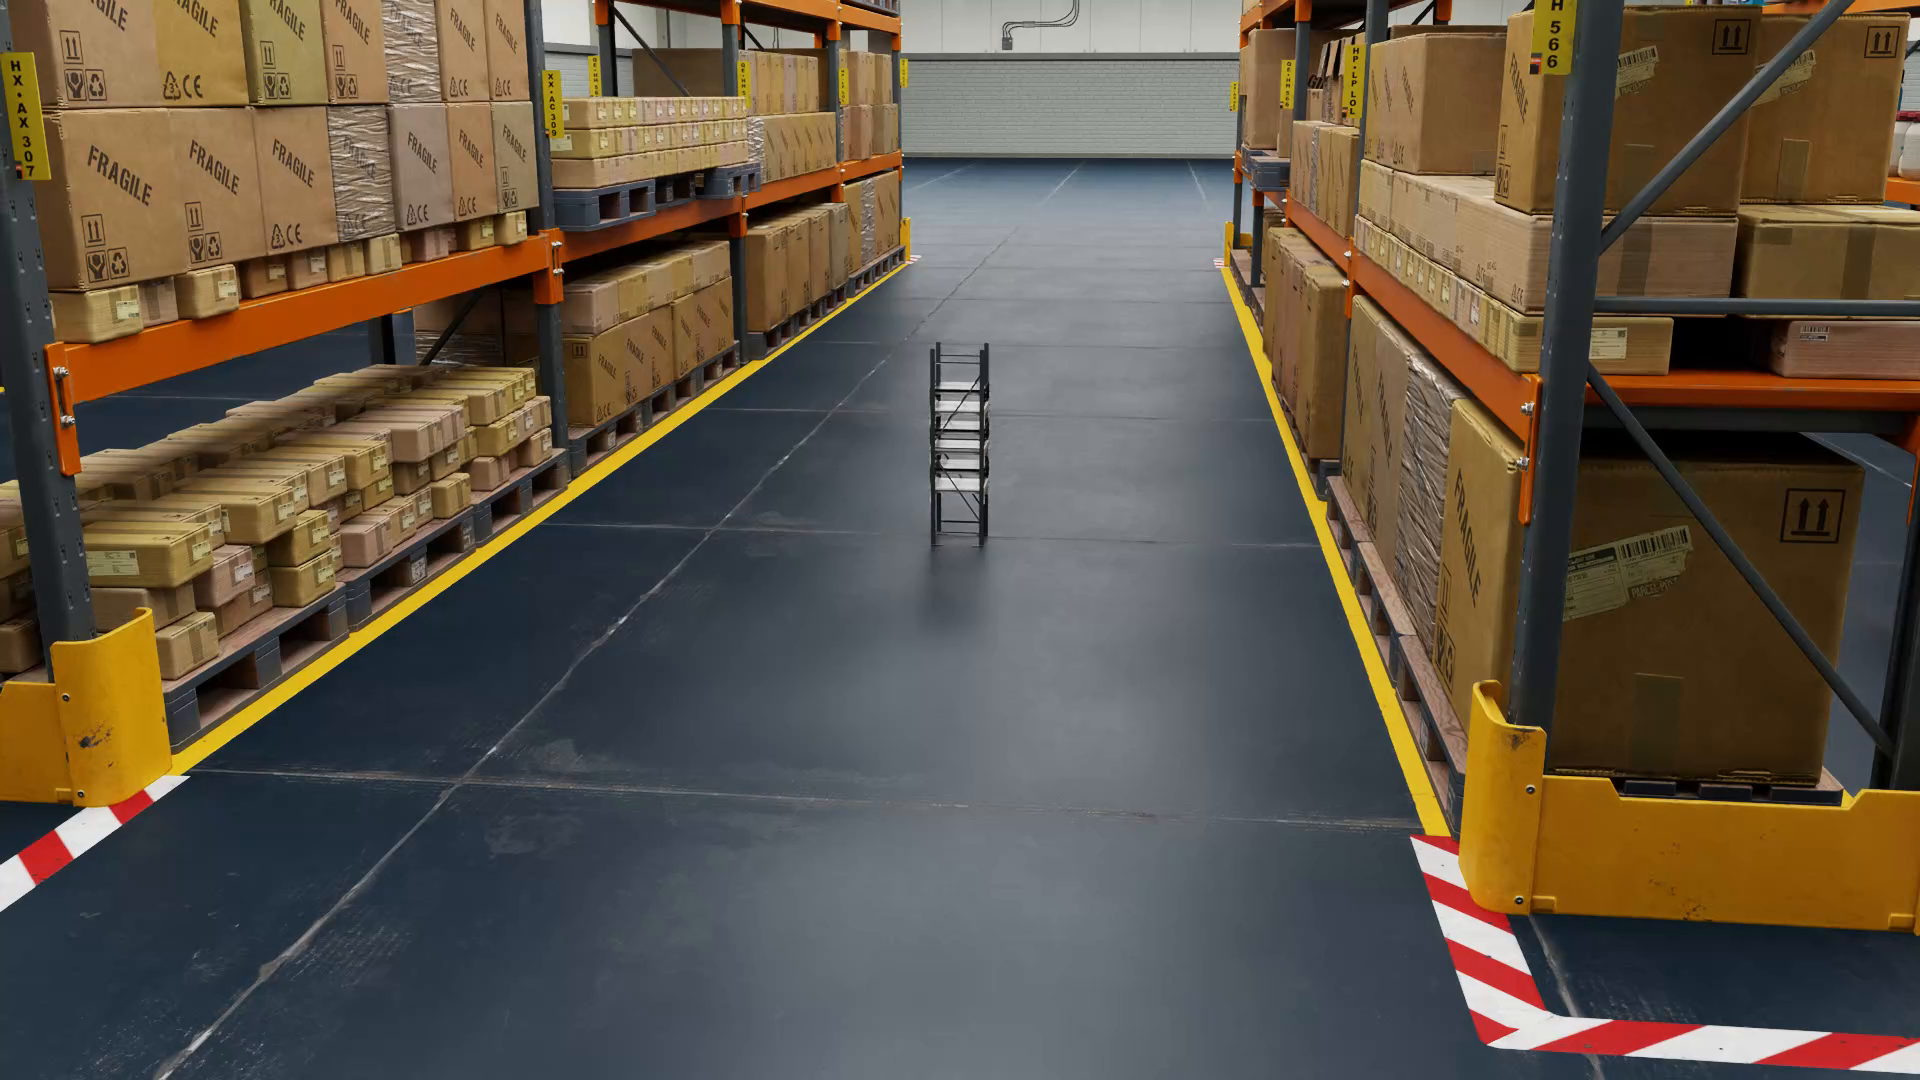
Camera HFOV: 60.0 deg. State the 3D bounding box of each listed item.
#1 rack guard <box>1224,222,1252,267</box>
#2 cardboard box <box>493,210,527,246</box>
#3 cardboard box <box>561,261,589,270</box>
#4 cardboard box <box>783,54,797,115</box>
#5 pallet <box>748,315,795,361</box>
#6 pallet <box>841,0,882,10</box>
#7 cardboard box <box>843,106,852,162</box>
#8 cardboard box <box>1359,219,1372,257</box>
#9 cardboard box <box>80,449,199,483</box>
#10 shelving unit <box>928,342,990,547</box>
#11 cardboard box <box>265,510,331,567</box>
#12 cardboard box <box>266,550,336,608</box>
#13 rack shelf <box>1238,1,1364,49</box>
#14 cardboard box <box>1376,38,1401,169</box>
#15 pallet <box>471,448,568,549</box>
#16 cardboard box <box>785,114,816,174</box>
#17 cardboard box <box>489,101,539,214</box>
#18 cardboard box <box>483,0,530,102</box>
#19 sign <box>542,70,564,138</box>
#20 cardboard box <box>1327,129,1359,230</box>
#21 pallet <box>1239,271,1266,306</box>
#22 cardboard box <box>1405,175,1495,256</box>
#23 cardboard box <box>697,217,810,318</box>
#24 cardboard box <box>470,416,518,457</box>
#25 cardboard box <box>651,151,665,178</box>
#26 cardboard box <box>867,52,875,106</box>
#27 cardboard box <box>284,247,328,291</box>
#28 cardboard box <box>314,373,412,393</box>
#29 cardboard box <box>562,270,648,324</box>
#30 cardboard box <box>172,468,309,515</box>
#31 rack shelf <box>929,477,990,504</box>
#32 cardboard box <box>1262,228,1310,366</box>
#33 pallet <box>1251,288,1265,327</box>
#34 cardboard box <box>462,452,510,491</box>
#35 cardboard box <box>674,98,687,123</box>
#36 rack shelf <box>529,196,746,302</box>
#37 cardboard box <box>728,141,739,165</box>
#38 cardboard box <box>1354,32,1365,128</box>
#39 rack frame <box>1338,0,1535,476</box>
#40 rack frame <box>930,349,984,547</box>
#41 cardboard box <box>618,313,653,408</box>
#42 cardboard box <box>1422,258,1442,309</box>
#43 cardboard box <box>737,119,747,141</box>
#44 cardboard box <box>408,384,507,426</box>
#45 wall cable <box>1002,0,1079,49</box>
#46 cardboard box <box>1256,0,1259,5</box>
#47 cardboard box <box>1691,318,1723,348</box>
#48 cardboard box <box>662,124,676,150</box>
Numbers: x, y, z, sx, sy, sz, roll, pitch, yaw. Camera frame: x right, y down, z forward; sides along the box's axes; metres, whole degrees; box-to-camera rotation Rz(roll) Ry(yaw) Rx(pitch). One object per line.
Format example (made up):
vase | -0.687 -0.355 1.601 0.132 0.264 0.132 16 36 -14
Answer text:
rack guard | 3.705 -3.466 19.523 1.175 0.500 0.348 2 15 6
cardboard box | -2.278 -1.480 7.871 0.380 0.149 0.250 1 15 5
cardboard box | -2.608 -1.582 10.312 0.500 0.250 0.500 1 15 4
cardboard box | -1.818 -3.965 14.471 0.700 0.500 0.500 2 15 7
pallet | -1.942 -1.646 13.345 1.003 0.211 1.213 2 15 6
pallet | -1.412 -5.760 17.640 1.003 0.211 1.213 2 15 6
cardboard box | -1.585 -4.139 16.935 0.875 0.550 0.550 2 15 6
cardboard box | 1.966 -1.324 7.293 0.380 0.149 0.250 1 15 4
cardboard box | -3.145 -0.244 6.337 0.380 0.149 0.250 2 15 8
shelving unit | -0.001 -0.432 7.537 0.258 0.900 0.210 2 15 6
cardboard box | -2.531 -0.012 6.048 0.380 0.149 0.250 2 15 8
cardboard box | -2.524 0.134 6.077 0.380 0.149 0.250 2 15 7
rack shelf | 3.488 -5.274 17.053 1.077 0.370 4.000 2 15 6
cardboard box | 1.988 -1.769 6.739 0.500 0.500 0.500 2 15 6
pallet | -2.598 -0.231 8.112 1.003 0.211 1.213 2 15 6
cardboard box | -1.562 -3.470 14.558 0.500 0.500 0.500 2 15 7
cardboard box | -2.331 -1.811 7.850 0.500 0.500 0.500 2 15 6
cardboard box | -2.342 -2.297 7.734 0.500 0.500 0.500 1 15 4
sign | -2.017 -2.156 8.232 0.100 0.325 0.005 2 15 6
cardboard box | 2.204 -1.886 8.698 0.500 0.500 0.500 2 15 8
pallet | 3.303 -2.484 16.445 1.003 0.211 1.213 2 15 6
cardboard box | 1.869 -1.146 5.872 0.500 0.250 0.500 2 15 6
cardboard box | -1.853 -2.289 13.885 1.050 0.750 0.750 2 15 7
cardboard box | -2.308 -0.491 7.818 0.380 0.149 0.250 1 15 4
cardboard box | -1.941 -2.190 9.693 0.380 0.149 0.250 1 15 4
cardboard box | -1.383 -4.935 17.812 0.875 0.550 0.500 2 15 6
cardboard box | -2.571 -1.008 6.123 0.380 0.149 0.250 1 15 5
cardboard box | -2.892 -0.713 8.071 0.380 0.149 0.250 2 15 9
cardboard box | -2.154 -1.433 9.761 0.500 0.250 0.500 2 15 8
cardboard box | -2.599 -0.158 6.017 0.380 0.149 0.250 1 15 4
rack shelf | -0.001 -0.226 7.592 0.258 0.077 0.200 2 15 6
cardboard box | 2.712 -1.616 11.159 1.225 0.875 0.875 1 15 4
pallet | 3.176 -2.107 15.050 1.003 0.211 1.213 2 15 6
cardboard box | -2.341 -0.332 7.800 0.380 0.149 0.250 1 15 4
cardboard box | -1.884 -2.615 10.124 0.380 0.149 0.250 2 15 8
rack shelf | -2.332 -1.924 10.409 1.077 0.370 4.000 2 15 6
cardboard box | -1.735 -2.666 11.450 0.380 0.149 0.250 2 15 6
cardboard box | 2.512 -2.456 8.886 0.797 0.503 0.637 2 15 7
rack frame | 2.360 -1.580 7.759 1.000 3.000 0.127 2 15 6
rack frame | -0.012 -0.406 7.439 0.240 0.900 0.006 2 15 6
cardboard box | -2.152 -1.070 9.855 0.500 0.500 0.500 2 15 9
cardboard box | 1.764 -0.856 5.561 0.380 0.149 0.250 2 15 6
cardboard box | -1.709 -2.873 11.649 0.380 0.149 0.250 2 15 7
cardboard box | -2.349 -0.634 7.778 0.380 0.149 0.250 2 15 6
wall cable | 2.423 -17.735 49.497 2.305 6.003 0.169 2 15 6
cardboard box | 3.124 -5.292 16.026 0.500 0.250 0.500 2 15 8
cardboard box | 2.332 -0.637 4.752 0.380 0.149 0.250 1 15 5
cardboard box | -1.913 -2.407 9.922 0.380 0.149 0.250 1 15 5
